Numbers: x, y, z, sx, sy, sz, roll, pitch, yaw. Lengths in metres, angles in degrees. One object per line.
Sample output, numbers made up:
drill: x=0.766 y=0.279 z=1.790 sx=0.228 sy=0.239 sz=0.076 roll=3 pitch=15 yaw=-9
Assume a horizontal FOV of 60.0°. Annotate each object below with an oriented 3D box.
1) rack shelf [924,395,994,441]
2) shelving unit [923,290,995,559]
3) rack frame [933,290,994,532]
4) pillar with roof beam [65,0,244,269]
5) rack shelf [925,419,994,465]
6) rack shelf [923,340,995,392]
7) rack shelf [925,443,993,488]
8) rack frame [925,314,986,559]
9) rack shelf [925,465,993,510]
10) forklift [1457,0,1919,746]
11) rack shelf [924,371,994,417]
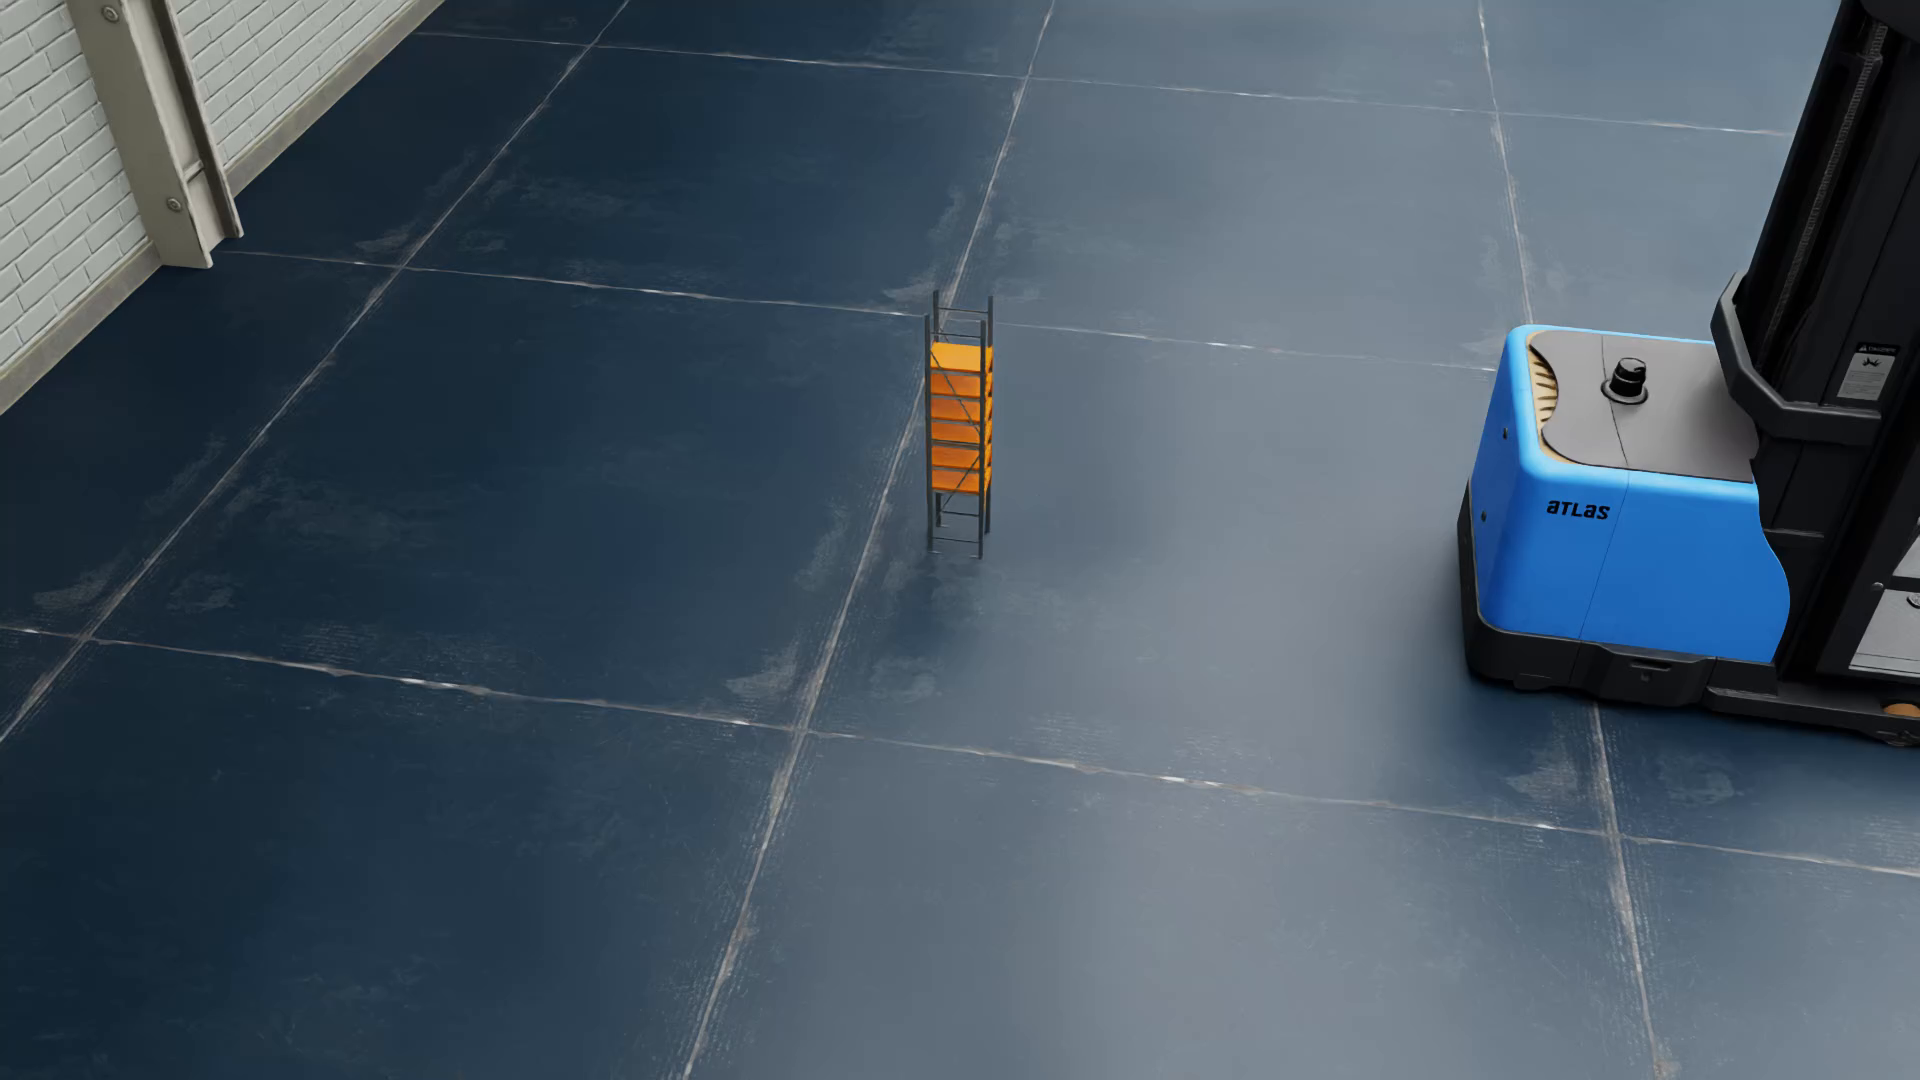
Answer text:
rack shelf: x=-0.002 y=-0.512 z=6.809 sx=0.258 sy=0.103 sz=0.180 roll=6 pitch=40 yaw=8
shelving unit: x=-0.002 y=-0.453 z=6.857 sx=0.258 sy=1.200 sz=0.189 roll=6 pitch=40 yaw=8
rack frame: x=0.013 y=-0.511 z=6.926 sx=0.240 sy=1.200 sz=0.006 roll=6 pitch=40 yaw=8
pillar with roof beam: x=0.041 y=-4.607 z=5.760 sx=9.100 sy=9.000 sz=0.400 roll=6 pitch=40 yaw=8
rack shelf: x=-0.002 y=-0.419 z=6.885 sx=0.258 sy=0.103 sz=0.180 roll=6 pitch=40 yaw=8
rack shelf: x=-0.002 y=-0.697 z=6.656 sx=0.258 sy=0.103 sz=0.180 roll=6 pitch=40 yaw=8
rack shelf: x=-0.002 y=-0.327 z=6.961 sx=0.258 sy=0.103 sz=0.180 roll=6 pitch=40 yaw=8
rack frame: x=-0.018 y=-0.396 z=6.787 sx=0.240 sy=1.200 sz=0.006 roll=6 pitch=40 yaw=8
rack shelf: x=-0.002 y=-0.234 z=7.038 sx=0.258 sy=0.103 sz=0.180 roll=6 pitch=40 yaw=8
forklift: x=3.566 y=-0.695 z=5.790 sx=3.031 sy=2.935 sz=1.130 roll=7 pitch=40 yaw=8
rack shelf: x=-0.002 y=-0.604 z=6.732 sx=0.258 sy=0.103 sz=0.180 roll=6 pitch=40 yaw=8
